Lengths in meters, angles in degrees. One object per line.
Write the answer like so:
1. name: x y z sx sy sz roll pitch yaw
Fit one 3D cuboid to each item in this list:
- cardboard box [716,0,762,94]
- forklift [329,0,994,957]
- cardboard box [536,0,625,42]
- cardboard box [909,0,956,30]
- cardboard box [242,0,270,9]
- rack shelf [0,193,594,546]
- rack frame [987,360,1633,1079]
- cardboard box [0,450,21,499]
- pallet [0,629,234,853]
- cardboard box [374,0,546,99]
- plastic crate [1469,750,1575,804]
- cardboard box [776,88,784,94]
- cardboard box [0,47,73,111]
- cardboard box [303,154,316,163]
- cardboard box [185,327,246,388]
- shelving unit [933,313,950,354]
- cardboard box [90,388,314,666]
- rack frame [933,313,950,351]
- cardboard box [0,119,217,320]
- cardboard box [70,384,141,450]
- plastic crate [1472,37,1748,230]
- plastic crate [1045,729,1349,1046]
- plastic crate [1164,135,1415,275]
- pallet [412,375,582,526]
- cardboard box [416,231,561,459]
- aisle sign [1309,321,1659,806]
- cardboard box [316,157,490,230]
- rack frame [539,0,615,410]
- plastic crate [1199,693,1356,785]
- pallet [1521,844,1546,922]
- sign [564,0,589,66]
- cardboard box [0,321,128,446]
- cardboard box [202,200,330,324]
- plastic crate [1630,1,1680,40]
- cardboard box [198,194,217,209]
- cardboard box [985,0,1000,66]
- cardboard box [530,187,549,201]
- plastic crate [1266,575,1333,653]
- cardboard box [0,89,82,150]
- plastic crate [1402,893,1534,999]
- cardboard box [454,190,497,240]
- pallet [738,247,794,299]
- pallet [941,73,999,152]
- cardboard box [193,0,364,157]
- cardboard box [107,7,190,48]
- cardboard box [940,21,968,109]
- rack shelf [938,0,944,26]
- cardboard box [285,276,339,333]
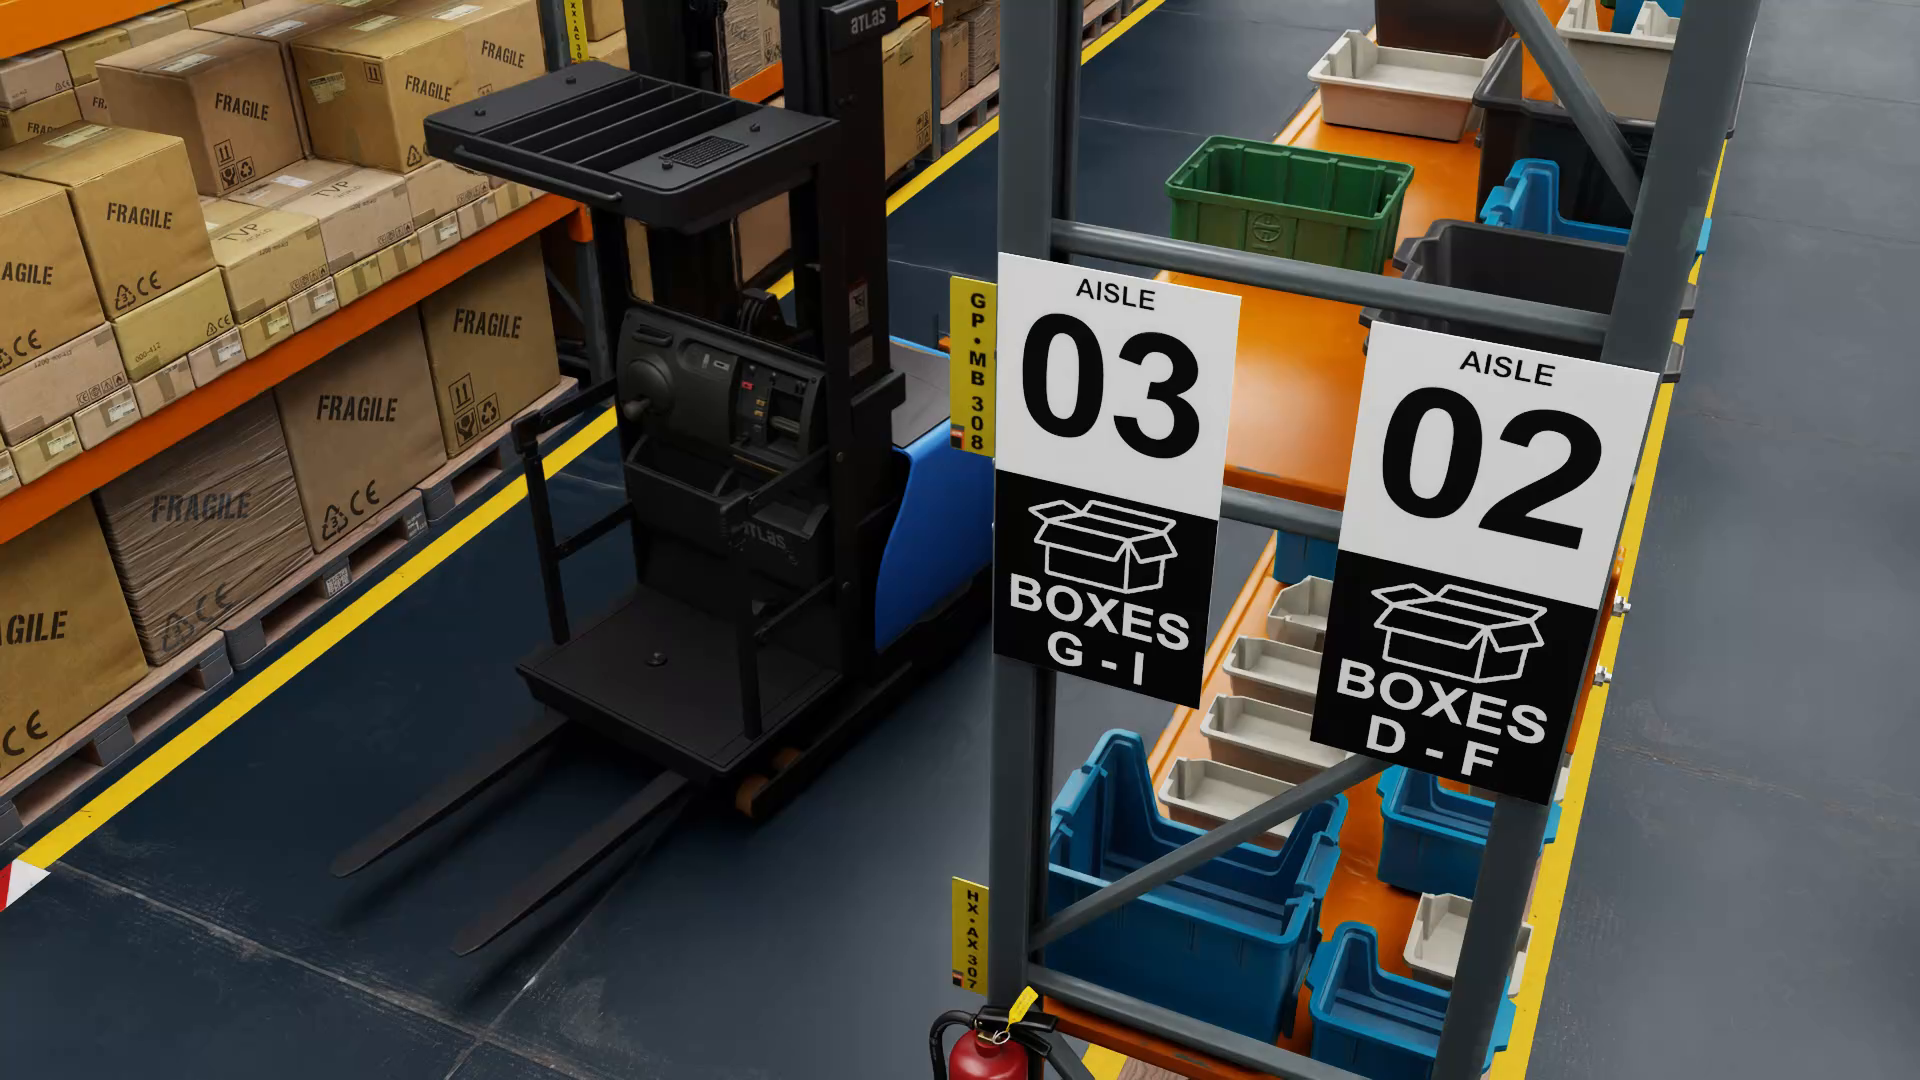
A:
1. cardboard box: -1.450 -2.801 9.195 0.500 0.500 0.500 13 36 19
2. forklift: -0.997 -0.492 5.828 1.130 2.935 3.031 21 39 29
3. cardboard box: -2.029 -2.869 8.384 0.797 0.503 0.637 13 36 19
4. cardboard box: -0.362 -3.873 12.115 0.500 0.250 0.500 16 36 22
5. cardboard box: -5.327 -4.057 12.415 0.500 0.250 0.500 15 36 21
6. rack shelf: -3.126 -0.791 6.877 1.077 0.370 4.000 14 36 20
7. rack frame: 0.536 1.041 3.427 1.000 3.000 0.127 14 36 20
8. cardboard box: -3.408 -0.220 5.579 0.380 0.149 0.250 14 36 20
9. pallet: -3.699 0.654 6.560 1.003 0.211 1.213 14 36 20
10. cardboard box: -2.238 -2.173 7.510 0.500 0.500 0.500 15 36 22
11. plastic crate: 1.432 0.600 4.285 0.250 0.136 0.298 14 36 20
12. cardboard box: -1.303 -2.586 10.513 1.225 0.875 0.875 14 36 21
13. cardboard box: -6.202 -3.027 10.844 0.500 0.250 0.500 13 35 18
14. cardboard box: -2.936 -1.729 7.517 0.500 0.250 0.500 14 36 20
15. cardboard box: -2.978 -0.733 6.361 0.380 0.149 0.250 14 36 20
16. shelving unit: 0.128 -0.527 7.460 0.258 1.200 0.503 21 39 29
17. cardboard box: -3.386 -0.173 6.833 0.875 0.875 0.875 14 36 20
18. rack frame: -0.012 -0.418 7.293 0.240 1.200 0.015 21 39 29
19. cardboard box: -3.096 -1.156 5.960 0.500 0.500 0.500 13 35 19
20. cardboard box: -3.193 -0.477 5.972 0.380 0.149 0.250 14 36 20
21. plastic crate: 1.425 -0.886 3.686 0.504 0.338 0.767 14 36 20
22. plastic crate: 0.507 0.791 3.721 0.616 0.435 0.499 14 36 20
23. plastic crate: 0.690 -0.682 3.512 0.450 0.188 0.336 14 36 20
24. pallet: -2.678 -0.561 8.413 1.003 0.211 1.213 14 36 20
25. cardboard box: -2.638 -1.064 8.193 0.875 0.875 0.875 14 36 20
26. aisle sign: 0.776 0.058 2.556 0.394 0.787 0.004 14 36 20
27. cardboard box: -2.449 -1.611 7.337 0.500 0.250 0.500 15 36 22
28. rack frame: -2.289 -2.088 8.198 1.000 3.000 0.127 14 36 20
29. plastic crate: 0.847 0.537 4.381 0.396 0.136 0.243 14 36 20
30. pallet: 1.428 1.200 5.728 1.003 0.211 1.213 14 36 20
31. sign: -1.784 -2.356 7.746 0.100 0.325 0.005 14 36 20
32. cardboard box: -3.305 -0.595 5.787 0.500 0.250 0.500 14 36 20
33. cardboard box: -2.878 -1.105 6.566 0.500 0.250 0.500 13 36 20
34. plastic crate: 2.023 -1.375 4.616 0.293 0.136 0.466 14 36 20
35. cardboard box: -3.361 -1.226 6.749 0.500 0.250 0.500 14 36 21
36. cardboard box: 0.098 -4.120 13.176 0.700 0.500 0.500 17 37 24
37. cardboard box: -2.119 -1.756 7.921 0.380 0.149 0.250 14 36 21
38. plastic crate: 1.049 0.241 4.832 0.298 0.136 0.250 14 36 20
39. cardboard box: -6.201 -2.713 11.049 0.500 0.500 0.500 16 36 22
40. plastic crate: 1.148 0.938 3.770 0.250 0.136 0.298 14 36 20
41. cardboard box: -2.334 -1.500 7.531 0.380 0.149 0.250 14 36 20
42. pallet: -1.525 -1.933 10.505 1.003 0.211 1.213 14 36 20
43. pallet: -0.287 -3.303 12.594 1.003 0.211 1.213 14 36 20
44. cardboard box: -2.934 -2.040 7.307 0.500 0.500 0.500 14 36 20
45. cardboard box: -5.764 -3.546 11.635 0.500 0.250 0.500 16 36 22
46. cardboard box: -0.353 -3.557 12.317 0.700 0.500 0.500 12 35 18
47. rack shelf: 0.221 -4.775 12.953 1.077 0.370 4.000 14 36 20
48. cardboard box: -2.764 -0.989 6.752 0.380 0.149 0.250 15 36 21
